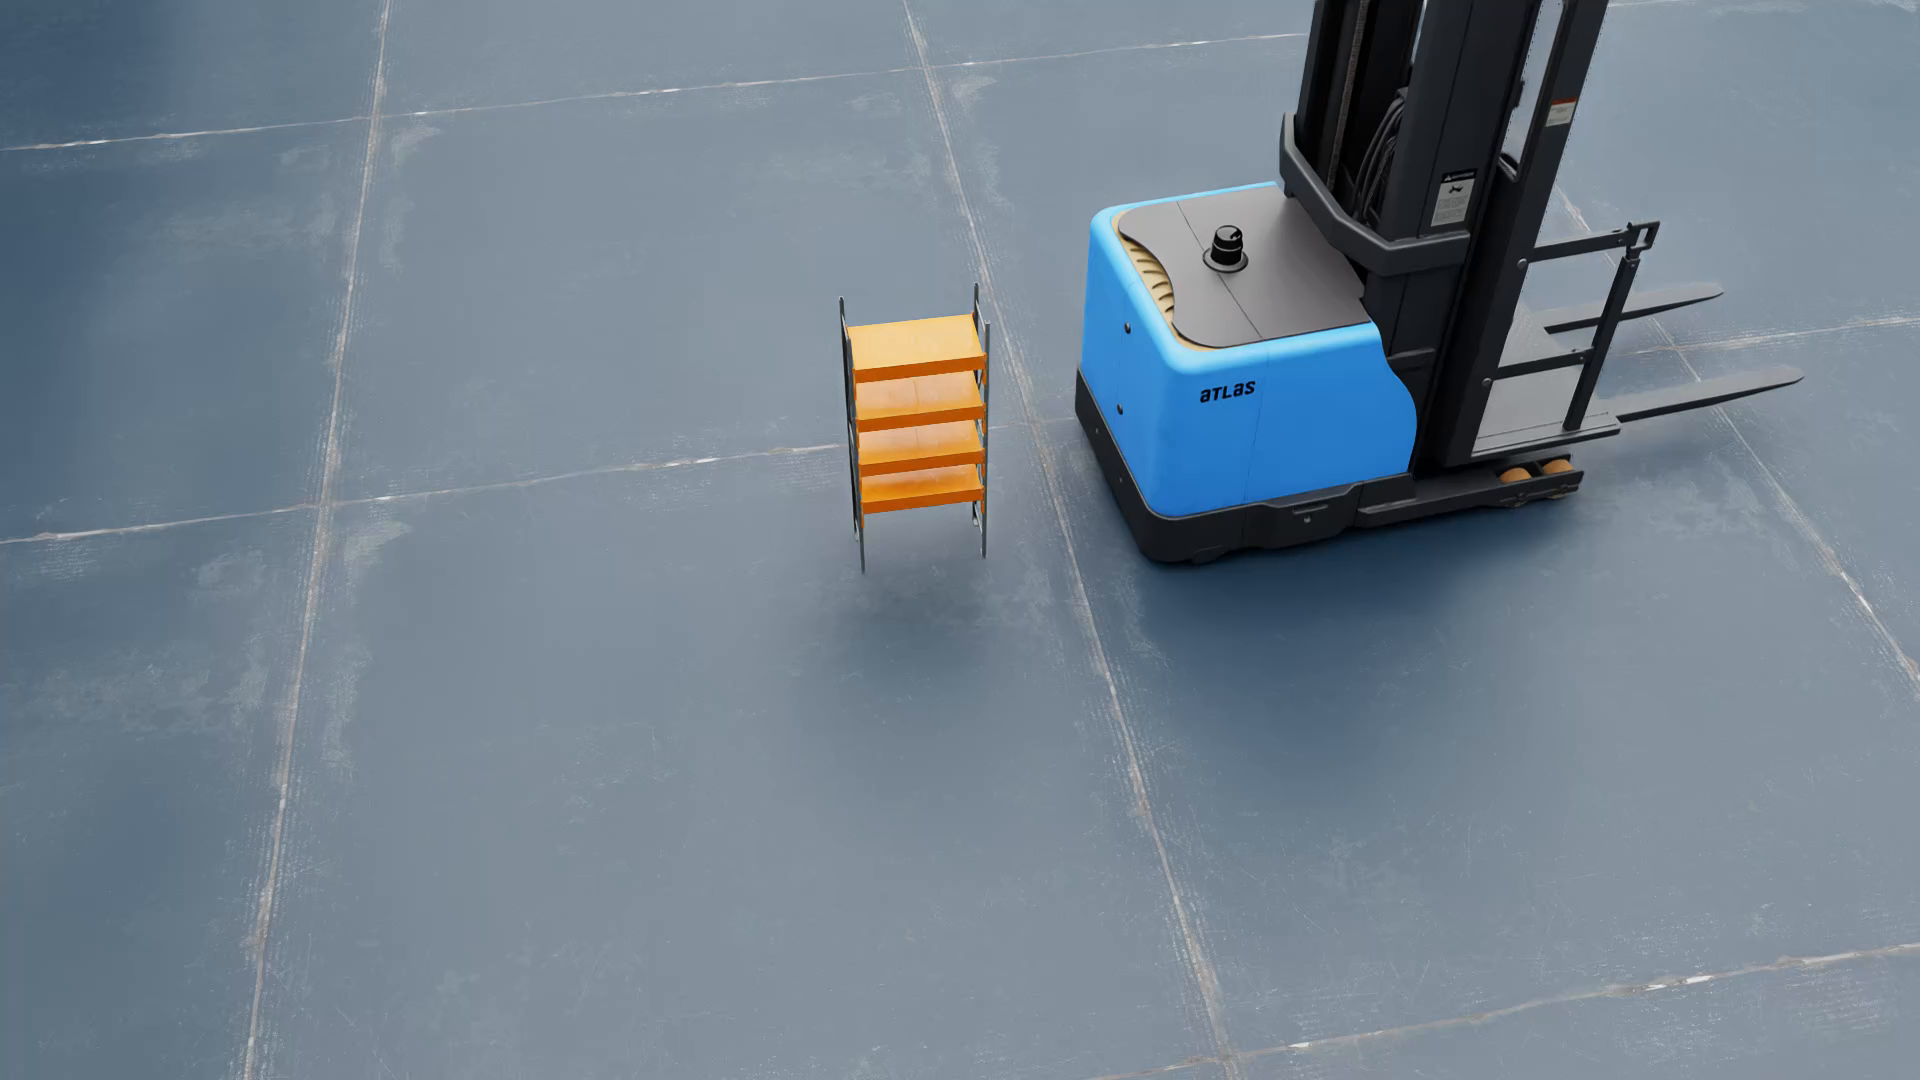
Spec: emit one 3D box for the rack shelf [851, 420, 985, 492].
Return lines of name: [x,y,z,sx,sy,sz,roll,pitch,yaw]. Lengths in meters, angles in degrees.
rack shelf: [-0.163,-0.349,6.347,0.480,0.148,0.258,-7,46,-7]

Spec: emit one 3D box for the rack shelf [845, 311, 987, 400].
rack shelf: [-0.163,-0.669,6.015,0.480,0.148,0.258,-7,46,-7]

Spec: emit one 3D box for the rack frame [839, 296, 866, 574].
rack frame: [-0.404,-0.366,6.269,0.015,1.200,0.240,-7,46,-7]

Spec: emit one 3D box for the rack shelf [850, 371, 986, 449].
rack shelf: [-0.163,-0.504,6.186,0.480,0.148,0.258,-7,46,-7]

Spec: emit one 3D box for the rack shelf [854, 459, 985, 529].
rack shelf: [-0.163,-0.212,6.490,0.480,0.148,0.258,-7,46,-7]

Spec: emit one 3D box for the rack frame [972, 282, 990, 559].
rack frame: [0.077,-0.426,6.327,0.015,1.200,0.240,-7,46,-7]

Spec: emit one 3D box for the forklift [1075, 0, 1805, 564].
forklift: [2.071,-1.510,6.170,3.031,2.935,1.130,-11,47,-10]

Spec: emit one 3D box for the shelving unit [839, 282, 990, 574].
shelving unit: [-0.163,-0.396,6.298,0.503,1.200,0.258,-7,46,-7]
